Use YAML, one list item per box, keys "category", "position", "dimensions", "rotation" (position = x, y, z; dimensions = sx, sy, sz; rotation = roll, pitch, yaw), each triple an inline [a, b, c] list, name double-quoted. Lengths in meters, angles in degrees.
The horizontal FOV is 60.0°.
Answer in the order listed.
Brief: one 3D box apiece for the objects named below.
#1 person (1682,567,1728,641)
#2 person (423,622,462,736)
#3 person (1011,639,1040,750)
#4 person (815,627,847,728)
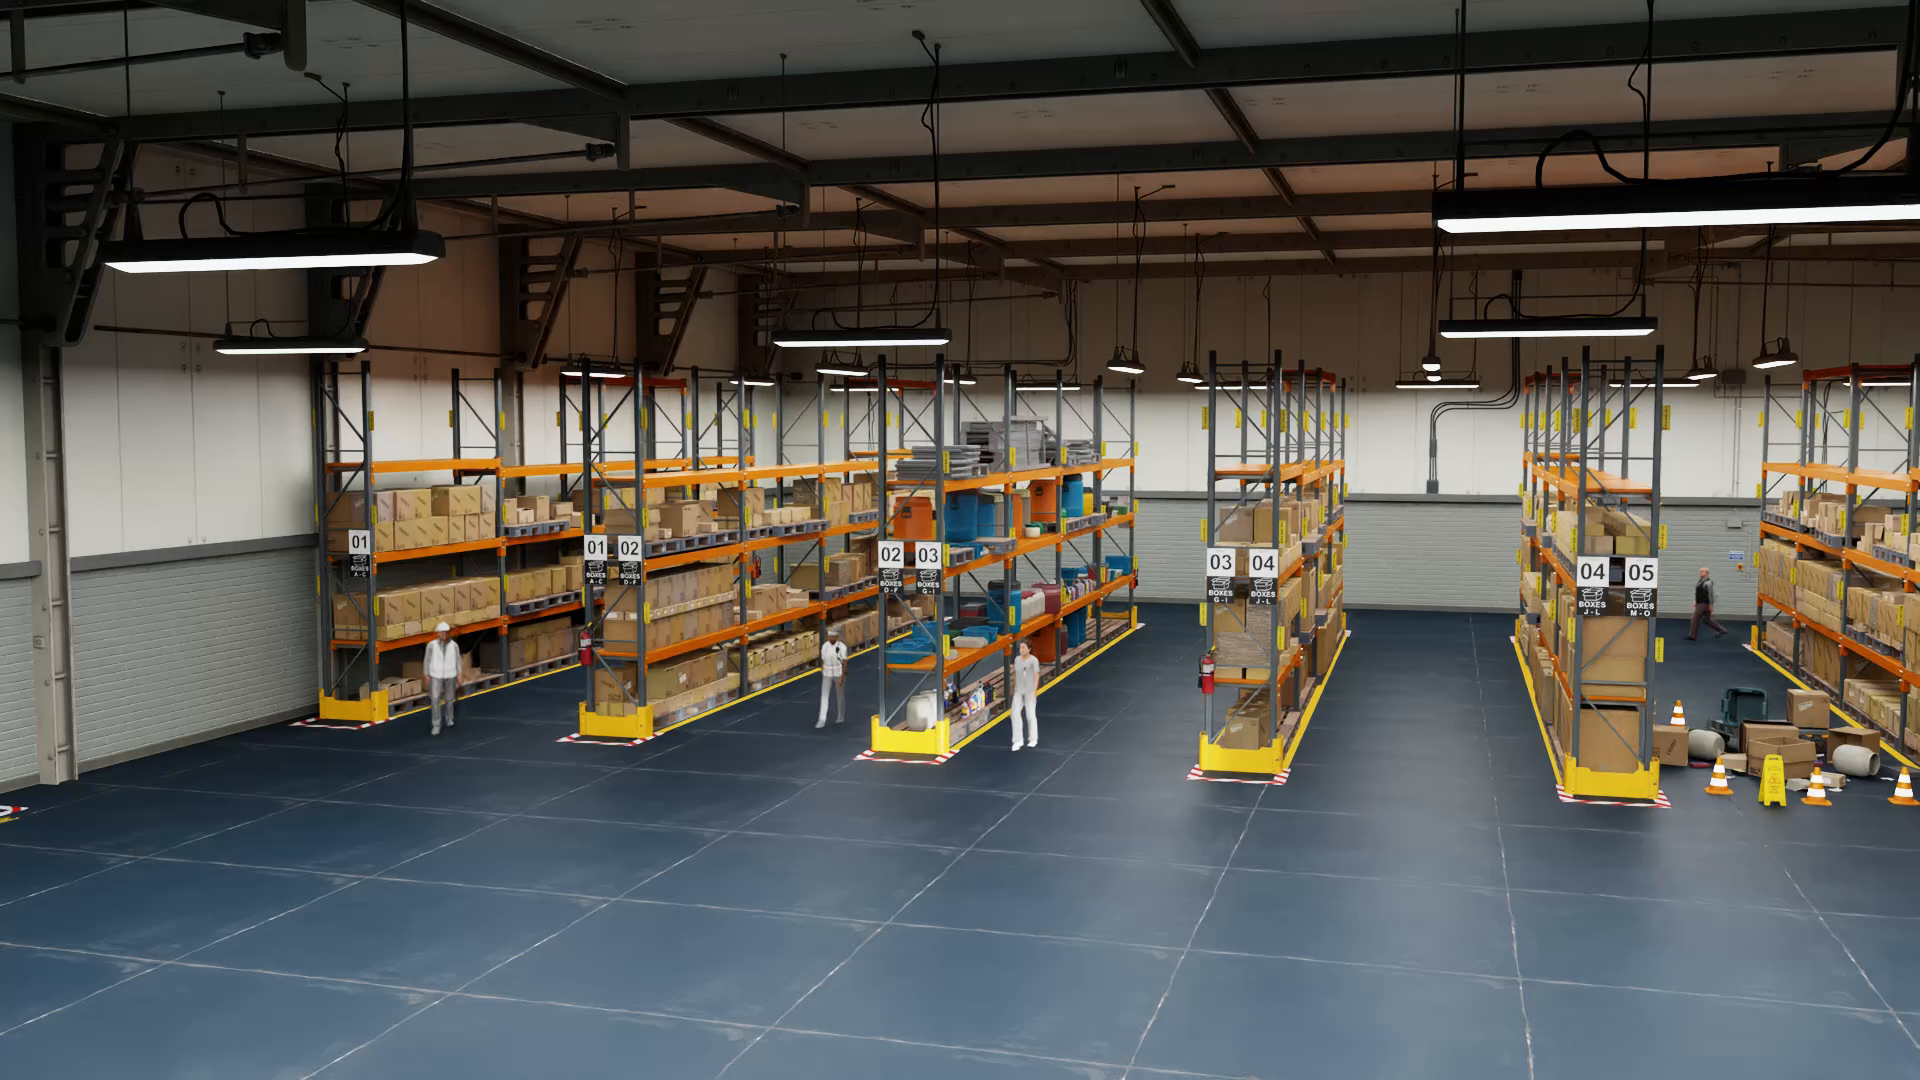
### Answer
- category: "person"
  position: [16.927, 1.460, 37.761]
  dimensions: [0.999, 1.686, 0.519]
  rotation: [1, 4, 16]
- category: "person"
  position: [-8.361, 2.205, 26.891]
  dimensions: [0.596, 1.770, 0.873]
  rotation: [-1, 4, -15]
- category: "person"
  position: [1.006, 2.368, 25.446]
  dimensions: [0.492, 1.728, 0.536]
  rotation: [3, 5, 33]
- category: "person"
  position: [-2.080, 2.228, 27.151]
  dimensions: [0.469, 1.623, 0.977]
  rotation: [0, 4, 4]
